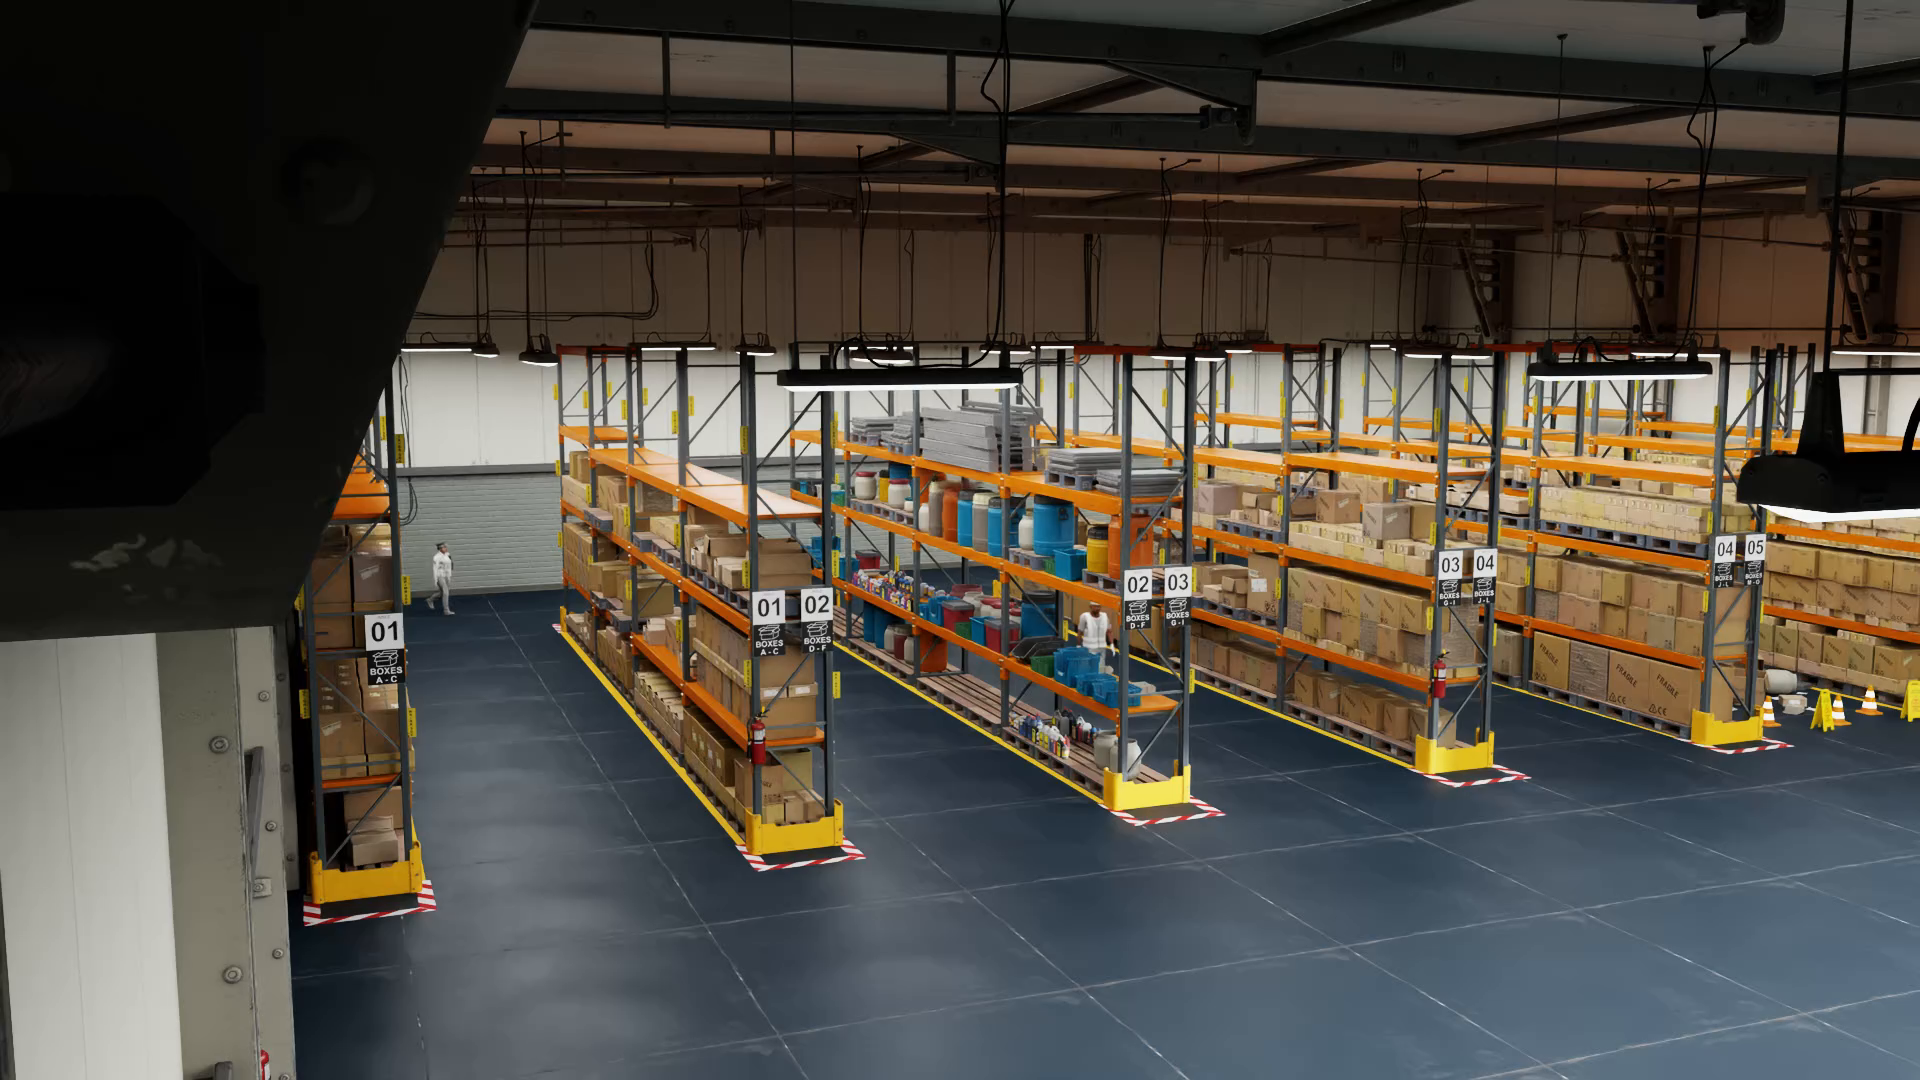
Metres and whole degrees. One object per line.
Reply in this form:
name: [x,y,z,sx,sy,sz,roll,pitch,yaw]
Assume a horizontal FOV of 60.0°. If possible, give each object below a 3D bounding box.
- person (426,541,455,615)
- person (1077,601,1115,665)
person: [-11.537,0.822,36.889,0.822,1.641,0.484,2,8,17]
person: [2.316,1.870,28.345,0.624,1.829,0.606,-3,8,-20]
